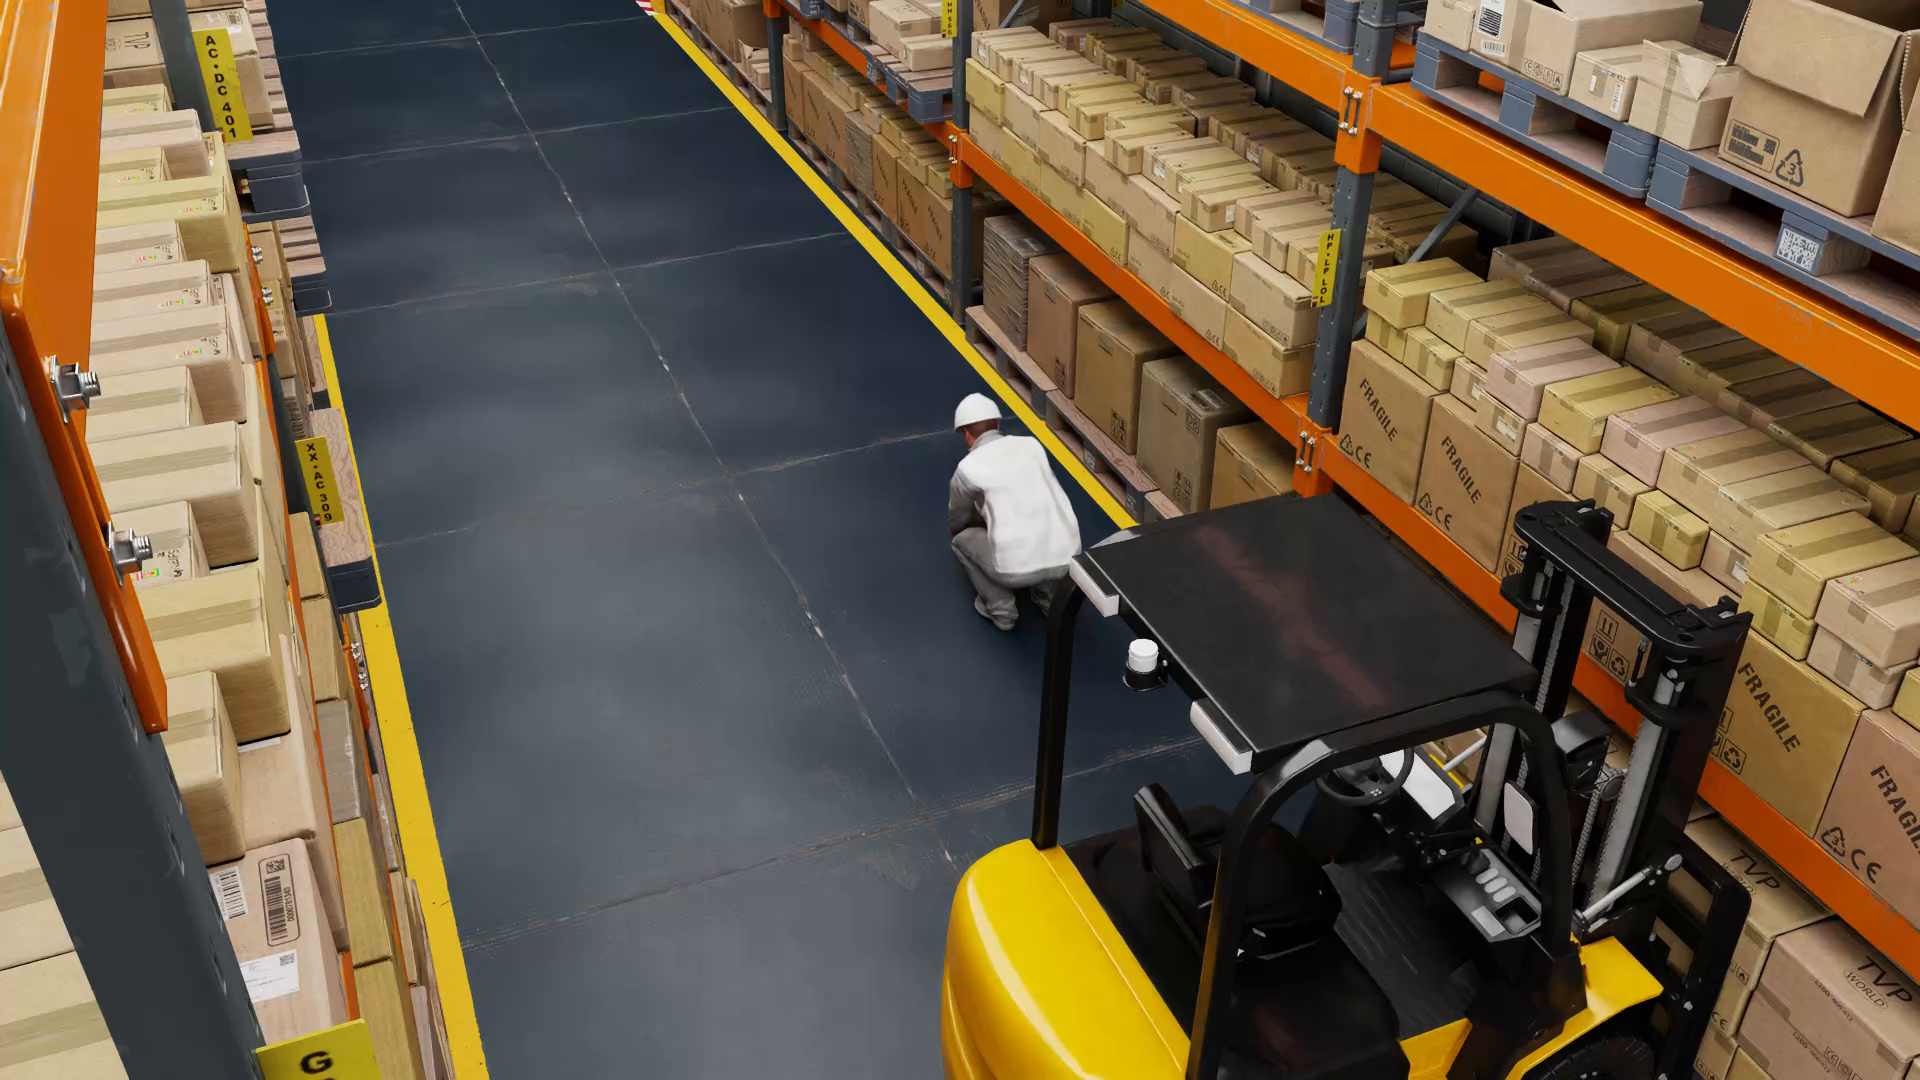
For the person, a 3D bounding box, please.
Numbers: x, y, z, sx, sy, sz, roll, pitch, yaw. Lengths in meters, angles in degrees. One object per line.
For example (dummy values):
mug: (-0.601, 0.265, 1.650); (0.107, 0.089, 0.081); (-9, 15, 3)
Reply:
person: (0.235, -0.141, 8.038); (0.527, 1.012, 0.877); (-13, 36, -19)
